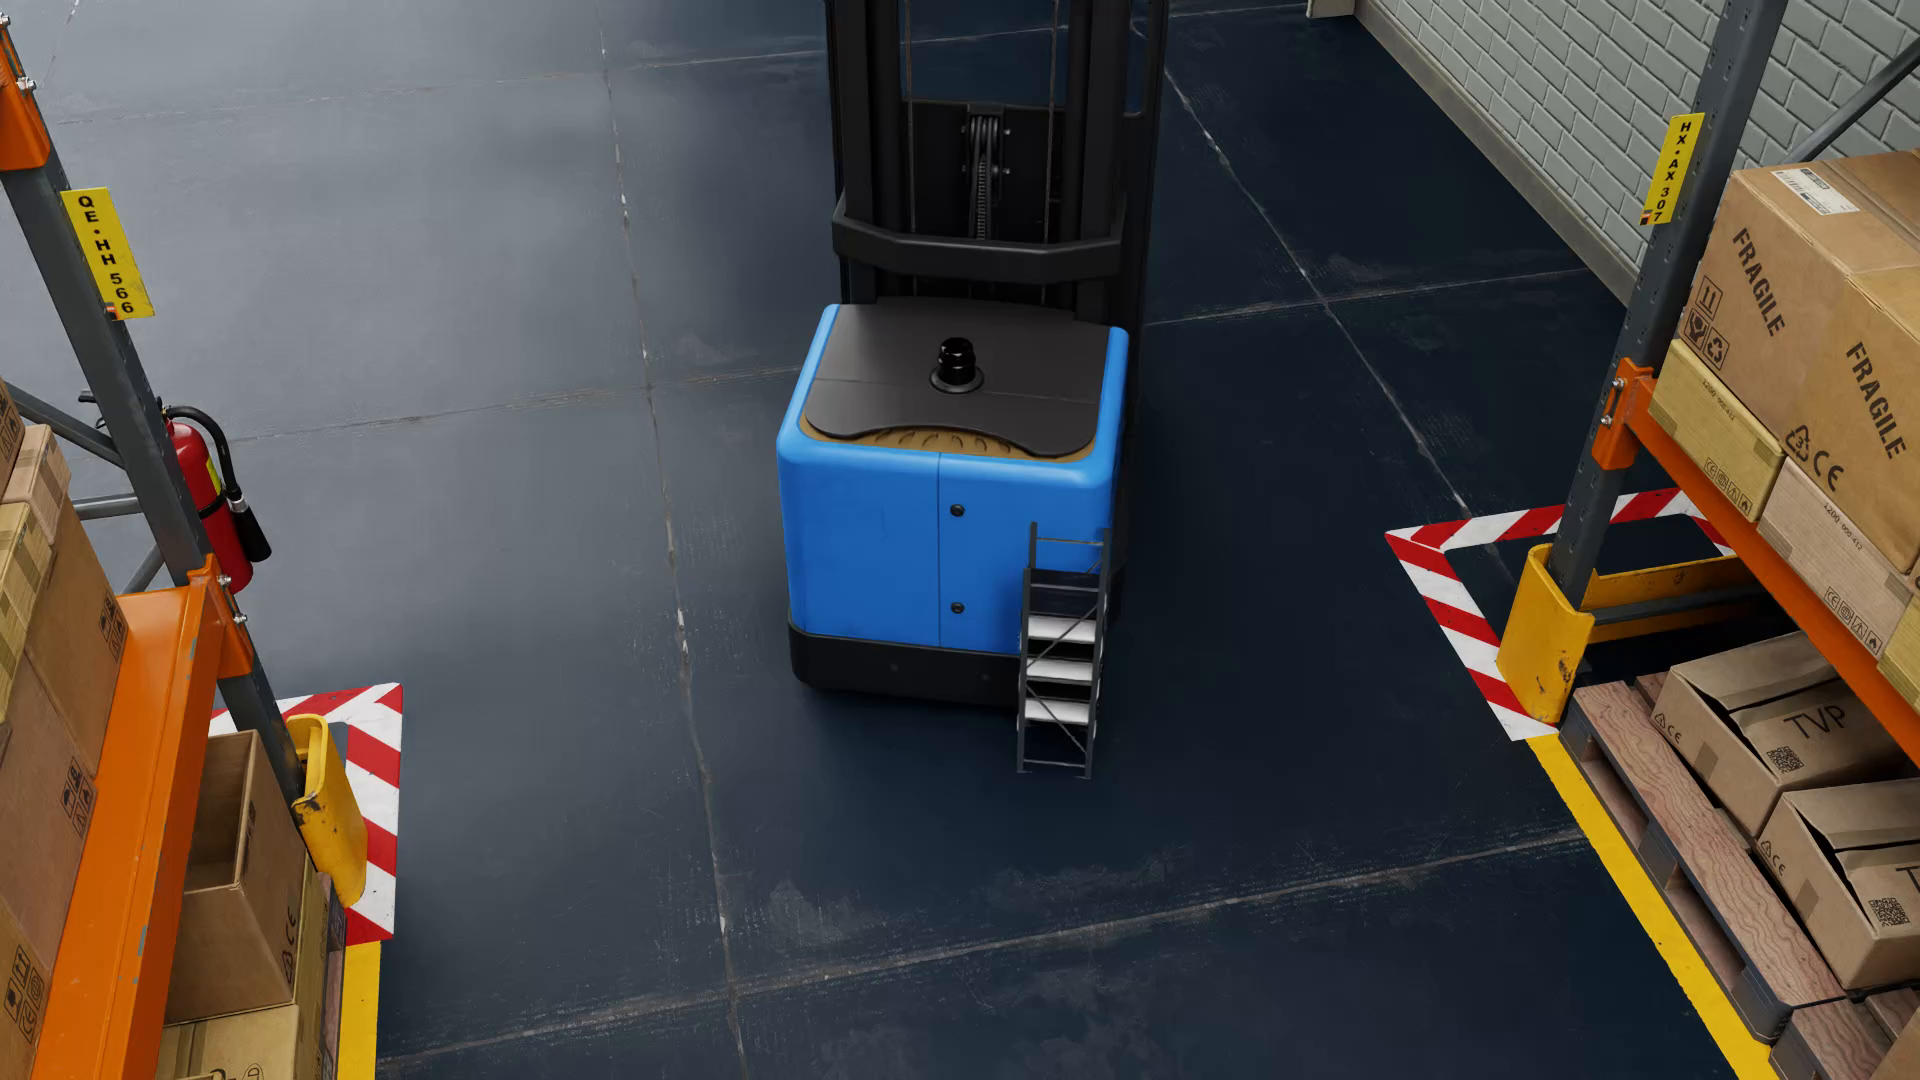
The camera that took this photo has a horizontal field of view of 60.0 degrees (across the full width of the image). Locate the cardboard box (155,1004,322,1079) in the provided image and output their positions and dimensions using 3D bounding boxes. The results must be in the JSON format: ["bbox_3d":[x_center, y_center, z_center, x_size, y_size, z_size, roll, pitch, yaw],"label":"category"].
[{"bbox_3d":[-1.875,1.467,4.092,0.500,0.250,0.500,-8,42,-9],"label":"cardboard box"}]

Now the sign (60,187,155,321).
[{"bbox_3d":[-1.866,-0.622,3.641,0.100,0.325,0.005,-8,42,-9],"label":"sign"}]

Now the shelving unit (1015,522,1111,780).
[{"bbox_3d":[0.316,0.360,5.166,0.258,0.900,0.210,5,42,5],"label":"shelving unit"}]

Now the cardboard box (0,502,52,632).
[{"bbox_3d":[-2.073,0.078,3.338,0.380,0.149,0.250,-7,42,-8],"label":"cardboard box"}]

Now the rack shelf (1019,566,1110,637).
[{"bbox_3d":[0.316,0.183,5.009,0.258,0.077,0.200,5,42,5],"label":"rack shelf"}]

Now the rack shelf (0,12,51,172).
[{"bbox_3d":[-1.967,0.412,1.809,1.077,0.370,4.000,-8,42,-9],"label":"rack shelf"}]

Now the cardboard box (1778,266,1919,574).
[{"bbox_3d":[2.344,-0.301,3.863,0.500,0.500,0.500,-8,42,-9],"label":"cardboard box"}]

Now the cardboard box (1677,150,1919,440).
[{"bbox_3d":[2.247,-0.623,4.226,0.500,0.500,0.500,-8,42,-9],"label":"cardboard box"}]

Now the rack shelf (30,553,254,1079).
[{"bbox_3d":[-1.967,1.534,2.804,1.077,0.370,4.000,-8,42,-9],"label":"rack shelf"}]

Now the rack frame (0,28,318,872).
[{"bbox_3d":[-2.399,-0.032,4.026,1.000,3.000,0.127,-8,42,-9],"label":"rack frame"}]

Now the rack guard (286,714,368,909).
[{"bbox_3d":[-2.404,0.888,4.873,1.175,0.500,0.348,-8,42,-9],"label":"rack guard"}]

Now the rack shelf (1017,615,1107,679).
[{"bbox_3d":[0.316,0.318,5.128,0.258,0.077,0.200,5,42,5],"label":"rack shelf"}]

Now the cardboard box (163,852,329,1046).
[{"bbox_3d":[-1.995,1.145,4.456,0.500,0.250,0.500,-8,42,-9],"label":"cardboard box"}]

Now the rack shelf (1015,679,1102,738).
[{"bbox_3d":[0.316,0.520,5.308,0.258,0.077,0.200,5,42,5],"label":"rack shelf"}]

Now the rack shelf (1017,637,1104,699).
[{"bbox_3d":[0.316,0.385,5.188,0.258,0.077,0.200,5,42,5],"label":"rack shelf"}]

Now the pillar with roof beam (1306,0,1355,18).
[{"bbox_3d":[-2.066,-5.930,6.152,9.100,9.000,0.400,-8,42,-9],"label":"pillar with roof beam"}]

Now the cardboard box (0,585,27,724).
[{"bbox_3d":[-2.017,0.244,3.152,0.380,0.149,0.250,-9,42,-10],"label":"cardboard box"}]

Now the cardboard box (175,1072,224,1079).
[{"bbox_3d":[-1.762,1.510,3.479,0.500,0.500,0.500,-8,42,-9],"label":"cardboard box"}]

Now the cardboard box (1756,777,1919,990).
[{"bbox_3d":[2.622,0.928,4.639,0.500,0.311,0.500,-5,42,-6],"label":"cardboard box"}]

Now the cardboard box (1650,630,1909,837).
[{"bbox_3d":[2.499,0.559,5.055,0.500,0.311,0.500,-13,43,-14],"label":"cardboard box"}]

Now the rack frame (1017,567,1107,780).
[{"bbox_3d":[0.303,0.427,5.091,0.240,0.900,0.006,5,42,5],"label":"rack frame"}]

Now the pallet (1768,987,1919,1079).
[{"bbox_3d":[2.854,1.669,4.211,1.003,0.211,1.213,-8,42,-9],"label":"pallet"}]

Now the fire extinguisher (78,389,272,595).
[{"bbox_3d":[-1.971,-0.146,4.213,0.296,0.674,0.183,-8,42,-9],"label":"fire extinguisher"}]

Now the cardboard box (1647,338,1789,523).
[{"bbox_3d":[2.232,-0.333,4.464,0.500,0.250,0.500,-9,42,-11],"label":"cardboard box"}]

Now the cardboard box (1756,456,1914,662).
[{"bbox_3d":[2.358,0.001,4.087,0.500,0.250,0.500,-10,42,-11],"label":"cardboard box"}]

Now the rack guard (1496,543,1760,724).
[{"bbox_3d":[2.454,0.240,5.603,1.175,0.500,0.348,-8,42,-9],"label":"rack guard"}]

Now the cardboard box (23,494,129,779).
[{"bbox_3d":[-2.311,0.235,3.650,0.700,0.500,0.500,-8,42,-9],"label":"cardboard box"}]

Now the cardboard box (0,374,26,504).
[{"bbox_3d":[-2.299,-0.215,3.181,0.700,0.500,0.500,-8,42,-9],"label":"cardboard box"}]

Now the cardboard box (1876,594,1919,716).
[{"bbox_3d":[2.463,0.332,3.714,0.500,0.250,0.500,-9,42,-10],"label":"cardboard box"}]

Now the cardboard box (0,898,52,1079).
[{"bbox_3d":[-2.091,0.898,2.904,0.700,0.500,0.500,-8,42,-9],"label":"cardboard box"}]

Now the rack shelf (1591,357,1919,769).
[{"bbox_3d":[2.869,0.822,3.607,1.077,0.370,4.000,-8,42,-9],"label":"rack shelf"}]

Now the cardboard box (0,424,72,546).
[{"bbox_3d":[-2.130,-0.091,3.529,0.380,0.149,0.250,-9,42,-10],"label":"cardboard box"}]

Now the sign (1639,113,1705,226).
[{"bbox_3d":[1.907,-0.990,4.453,0.100,0.325,0.005,-8,42,-9],"label":"sign"}]

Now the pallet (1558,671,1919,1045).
[{"bbox_3d":[2.594,0.880,5.100,1.003,0.211,1.213,-8,42,-9],"label":"pallet"}]

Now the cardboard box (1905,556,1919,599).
[{"bbox_3d":[2.449,0.034,3.485,0.500,0.500,0.500,-10,42,-11],"label":"cardboard box"}]

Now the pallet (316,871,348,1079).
[{"bbox_3d":[-2.193,1.501,4.400,1.003,0.211,1.213,-8,42,-9],"label":"pallet"}]

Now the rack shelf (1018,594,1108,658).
[{"bbox_3d":[0.316,0.251,5.069,0.258,0.077,0.200,5,42,5],"label":"rack shelf"}]

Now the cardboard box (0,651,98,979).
[{"bbox_3d":[-2.193,0.575,3.267,0.700,0.500,0.500,-7,42,-8],"label":"cardboard box"}]

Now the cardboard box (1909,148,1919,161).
[{"bbox_3d":[2.746,-0.701,4.313,0.500,0.500,0.500,-9,42,-10],"label":"cardboard box"}]

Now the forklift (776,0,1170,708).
[{"bbox_3d":[0.151,-1.503,5.736,1.130,2.935,3.031,6,42,6],"label":"forklift"}]

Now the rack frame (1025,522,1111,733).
[{"bbox_3d":[0.329,0.294,5.241,0.240,0.900,0.006,5,42,5],"label":"rack frame"}]

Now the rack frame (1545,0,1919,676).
[{"bbox_3d":[2.437,-0.744,4.828,1.000,3.000,0.127,-8,42,-9],"label":"rack frame"}]

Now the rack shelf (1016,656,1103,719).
[{"bbox_3d":[0.316,0.453,5.248,0.258,0.077,0.200,5,42,5],"label":"rack shelf"}]

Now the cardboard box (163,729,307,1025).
[{"bbox_3d":[-1.993,0.864,4.207,0.500,0.500,0.500,-8,42,-9],"label":"cardboard box"}]
